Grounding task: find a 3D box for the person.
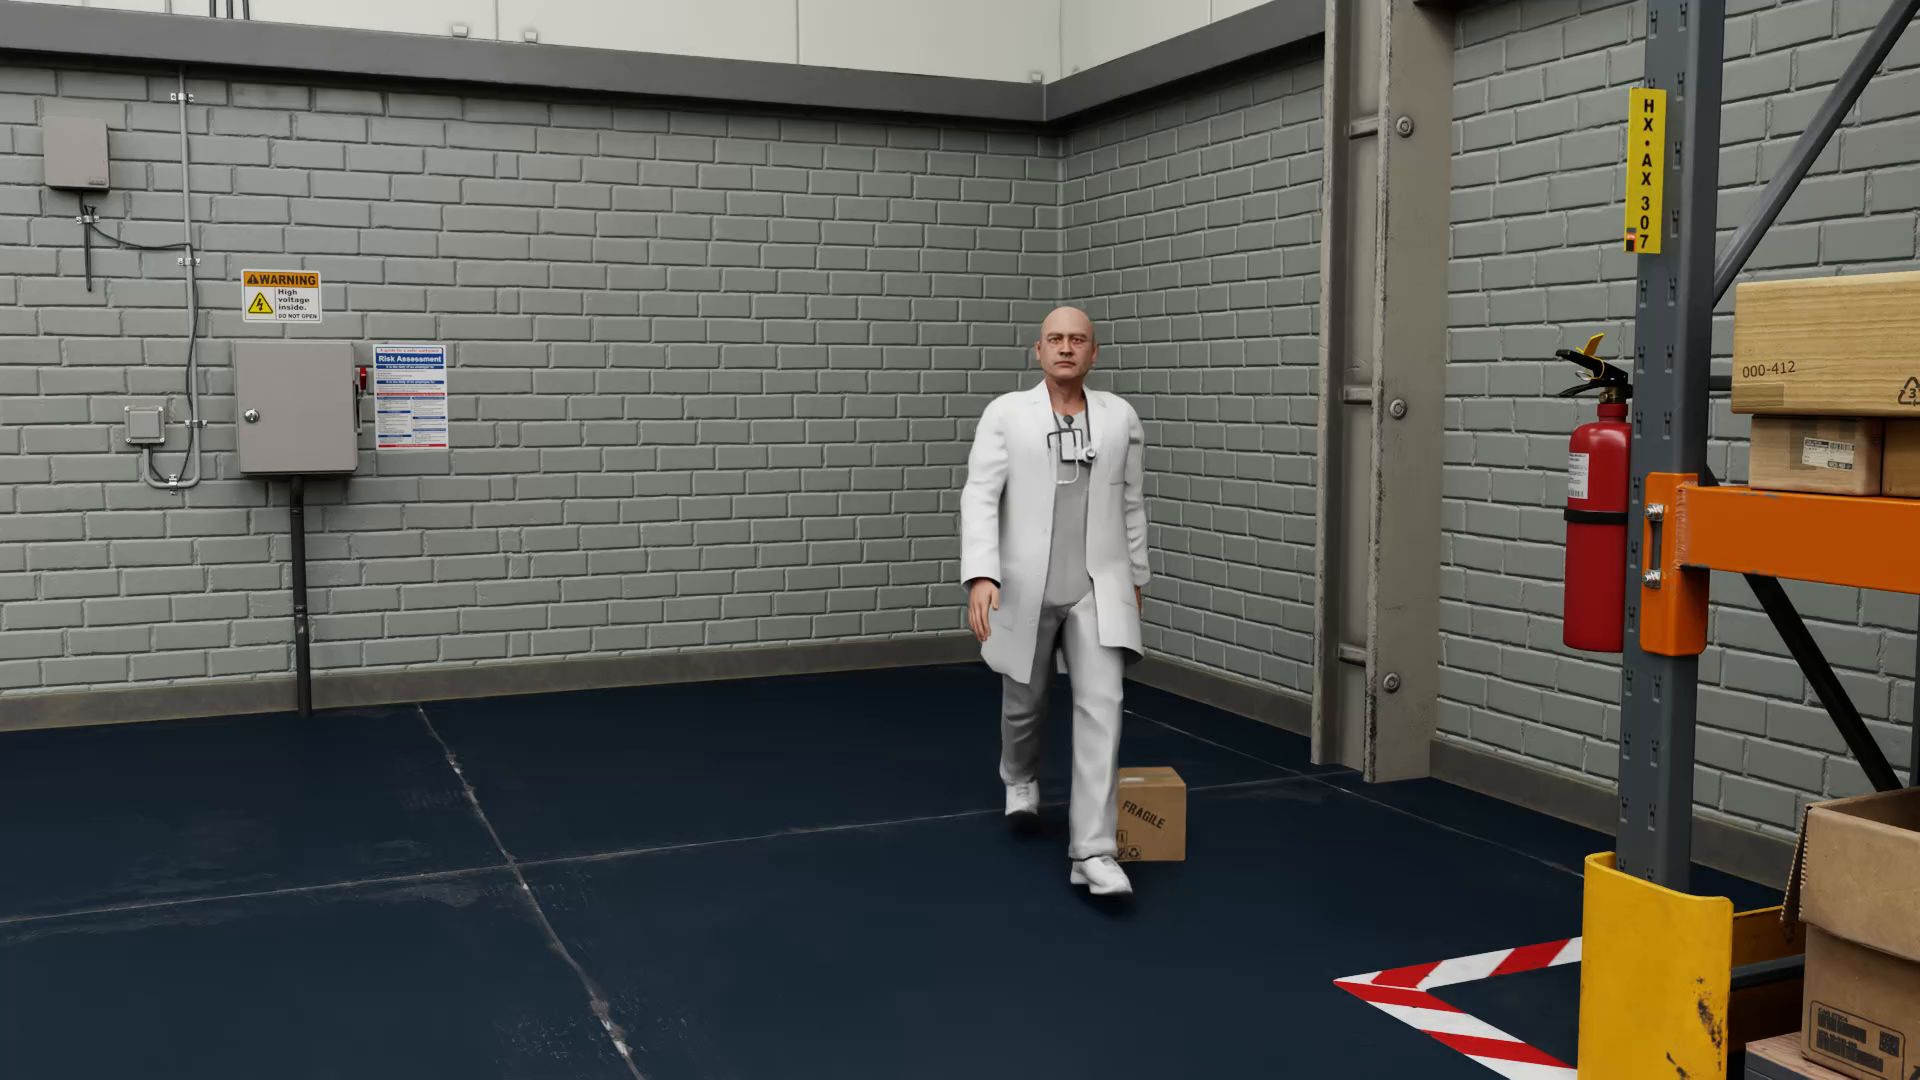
[{"bbox_3d":[0.308,0.146,5.164,0.625,1.727,1.175,0,5,-2],"label":"person"}]
